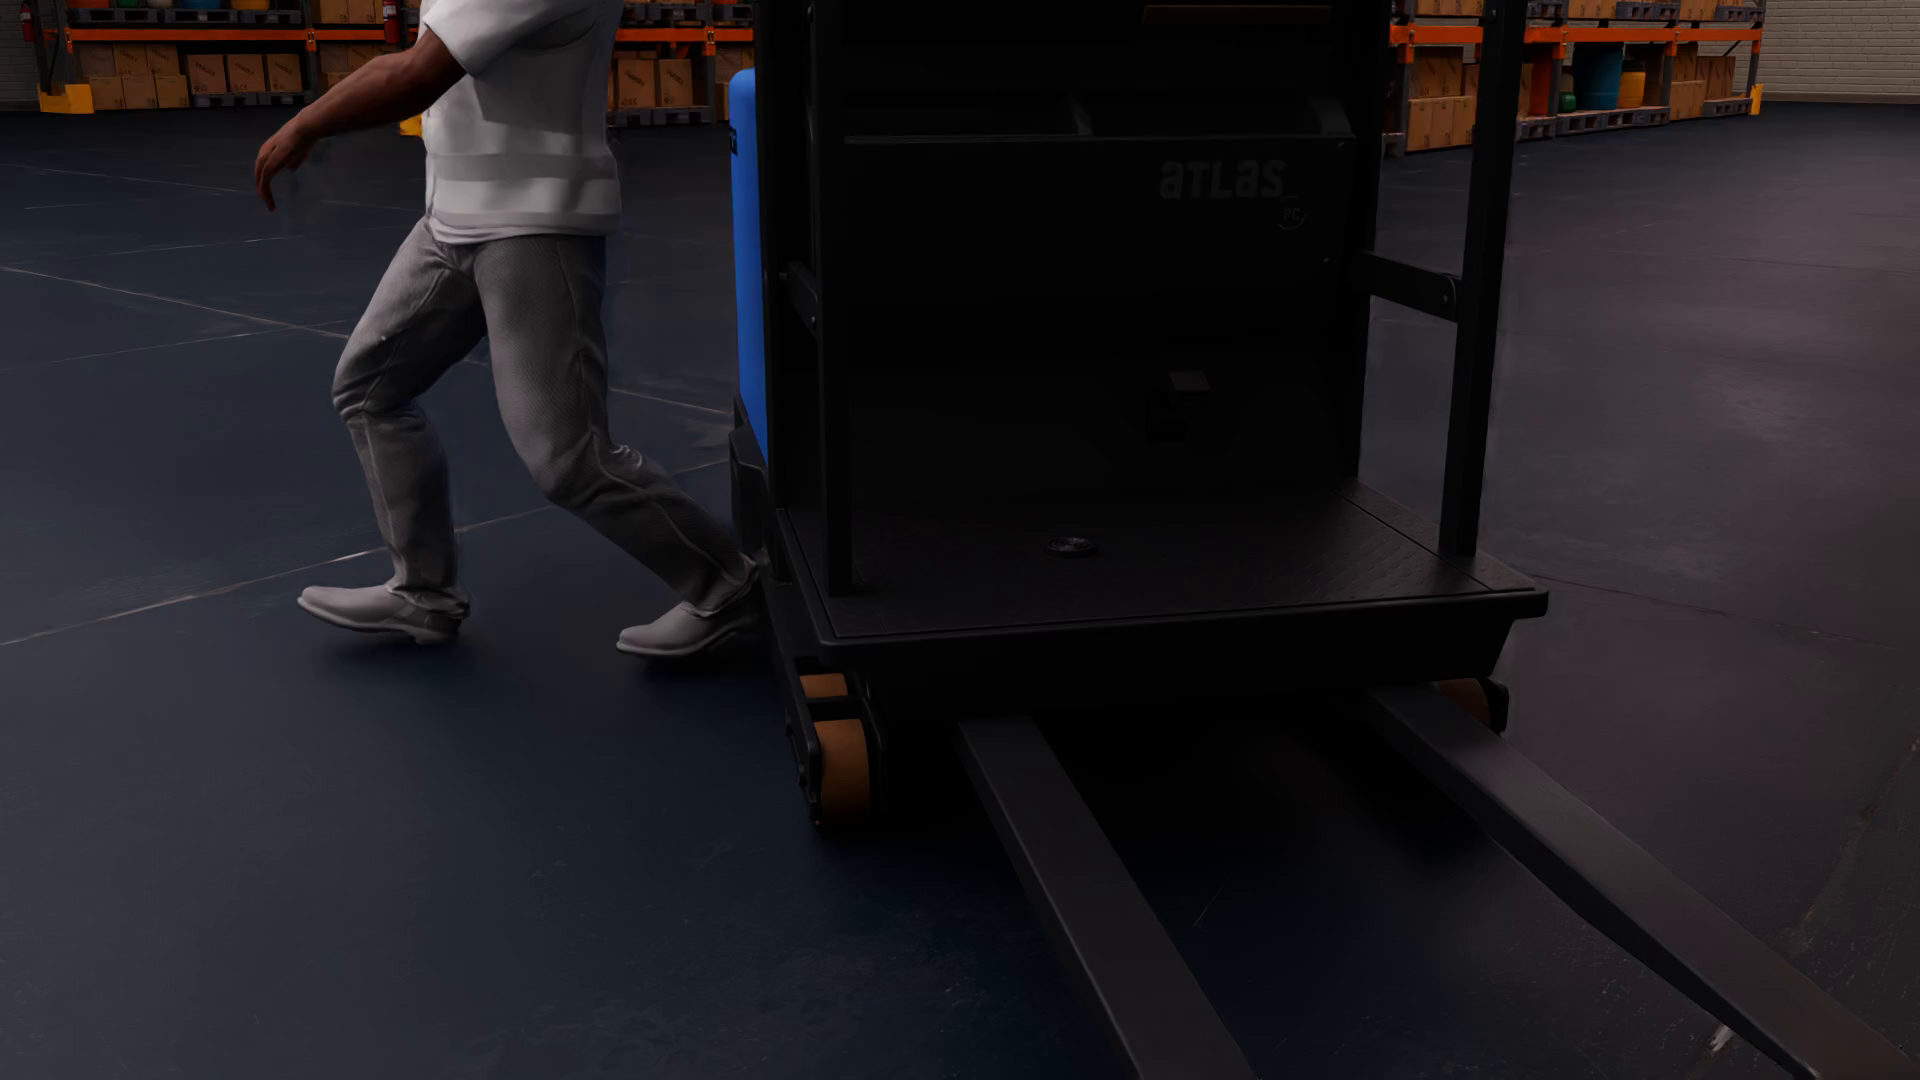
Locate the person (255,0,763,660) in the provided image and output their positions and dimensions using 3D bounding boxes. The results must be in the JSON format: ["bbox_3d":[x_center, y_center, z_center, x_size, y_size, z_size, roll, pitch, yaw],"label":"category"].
[{"bbox_3d":[-0.843,-0.587,3.031,0.815,1.682,0.743,-10,19,-29],"label":"person"}]

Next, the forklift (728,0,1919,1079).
[{"bbox_3d":[0.250,-1.085,2.472,1.130,2.935,3.031,-3,17,-11],"label":"forklift"}]
